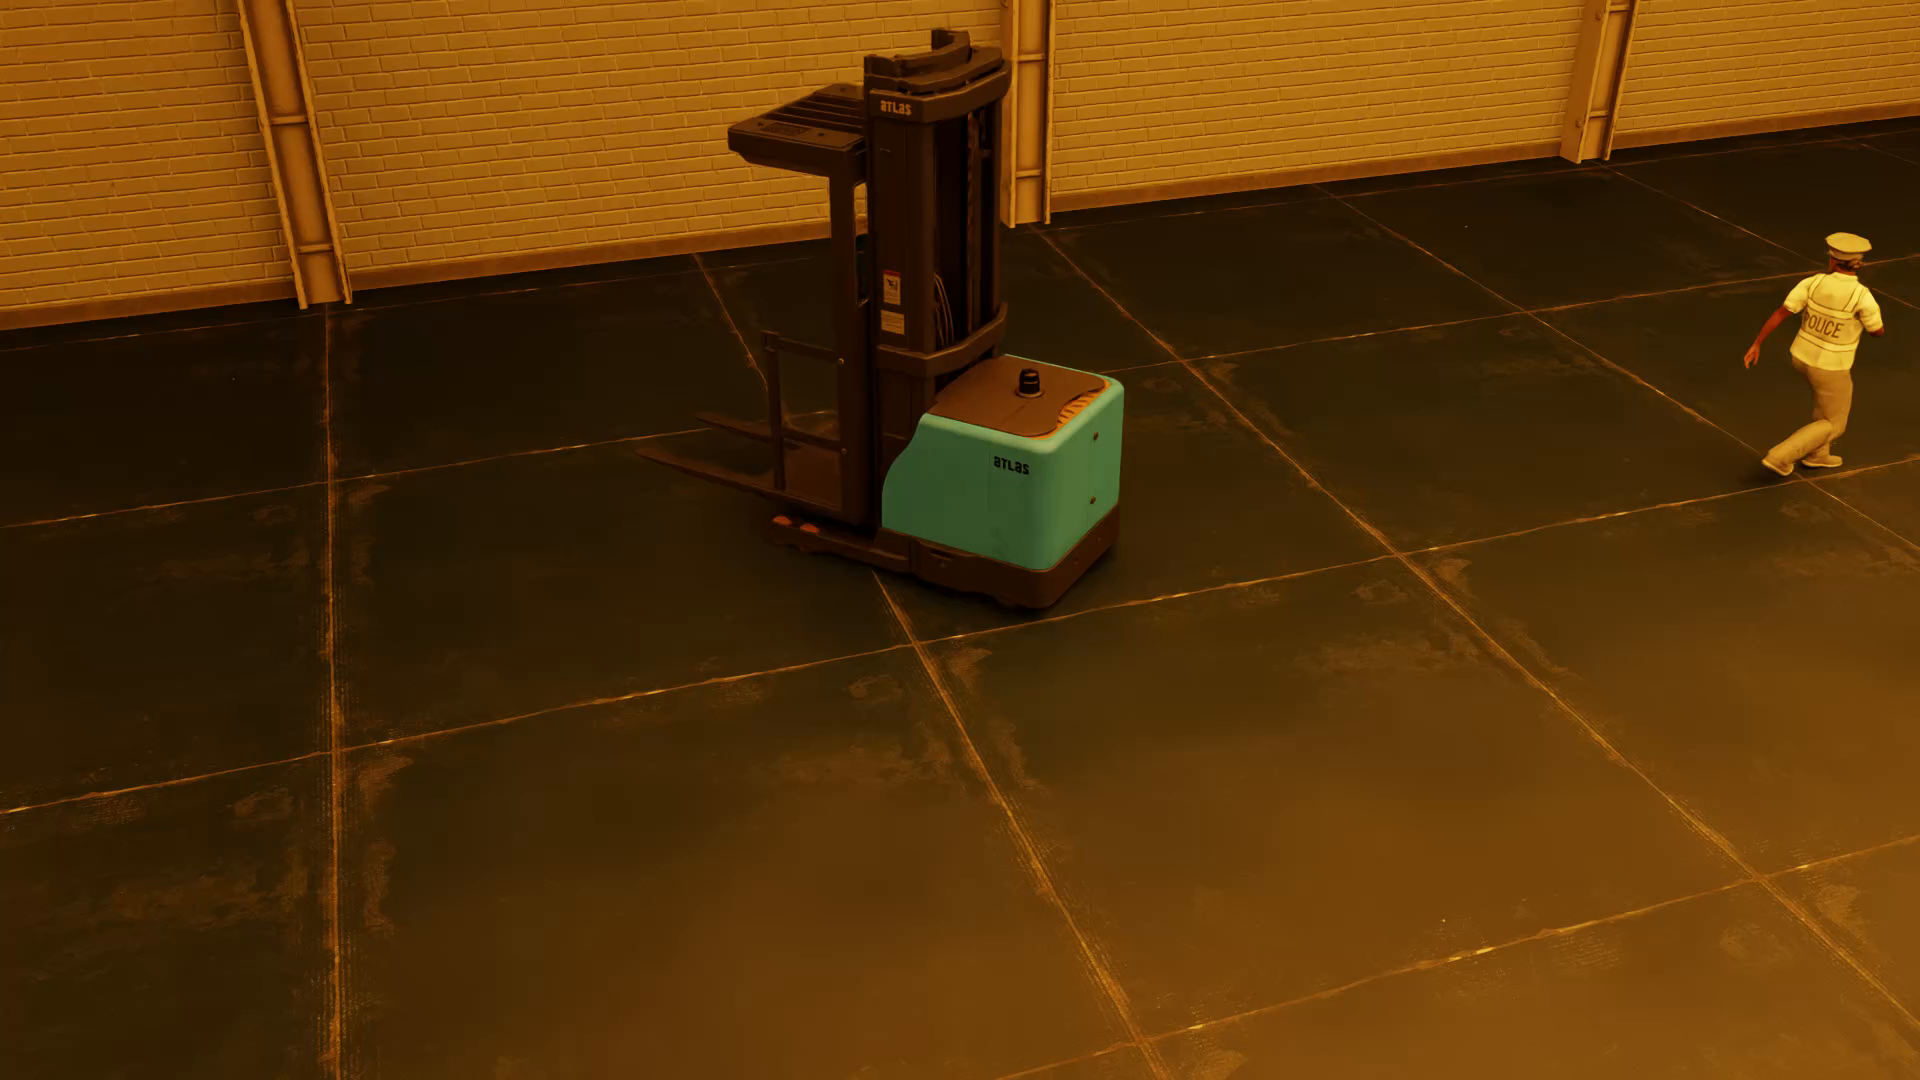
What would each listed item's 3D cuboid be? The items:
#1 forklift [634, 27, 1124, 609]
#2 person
[{"bbox_3d":[-0.588,-1.408,9.535,3.031,2.935,1.130,16,33,25],"label":"forklift"},{"bbox_3d":[5.407,-1.136,10.442,0.787,1.582,0.503,-9,31,-15],"label":"person"}]
